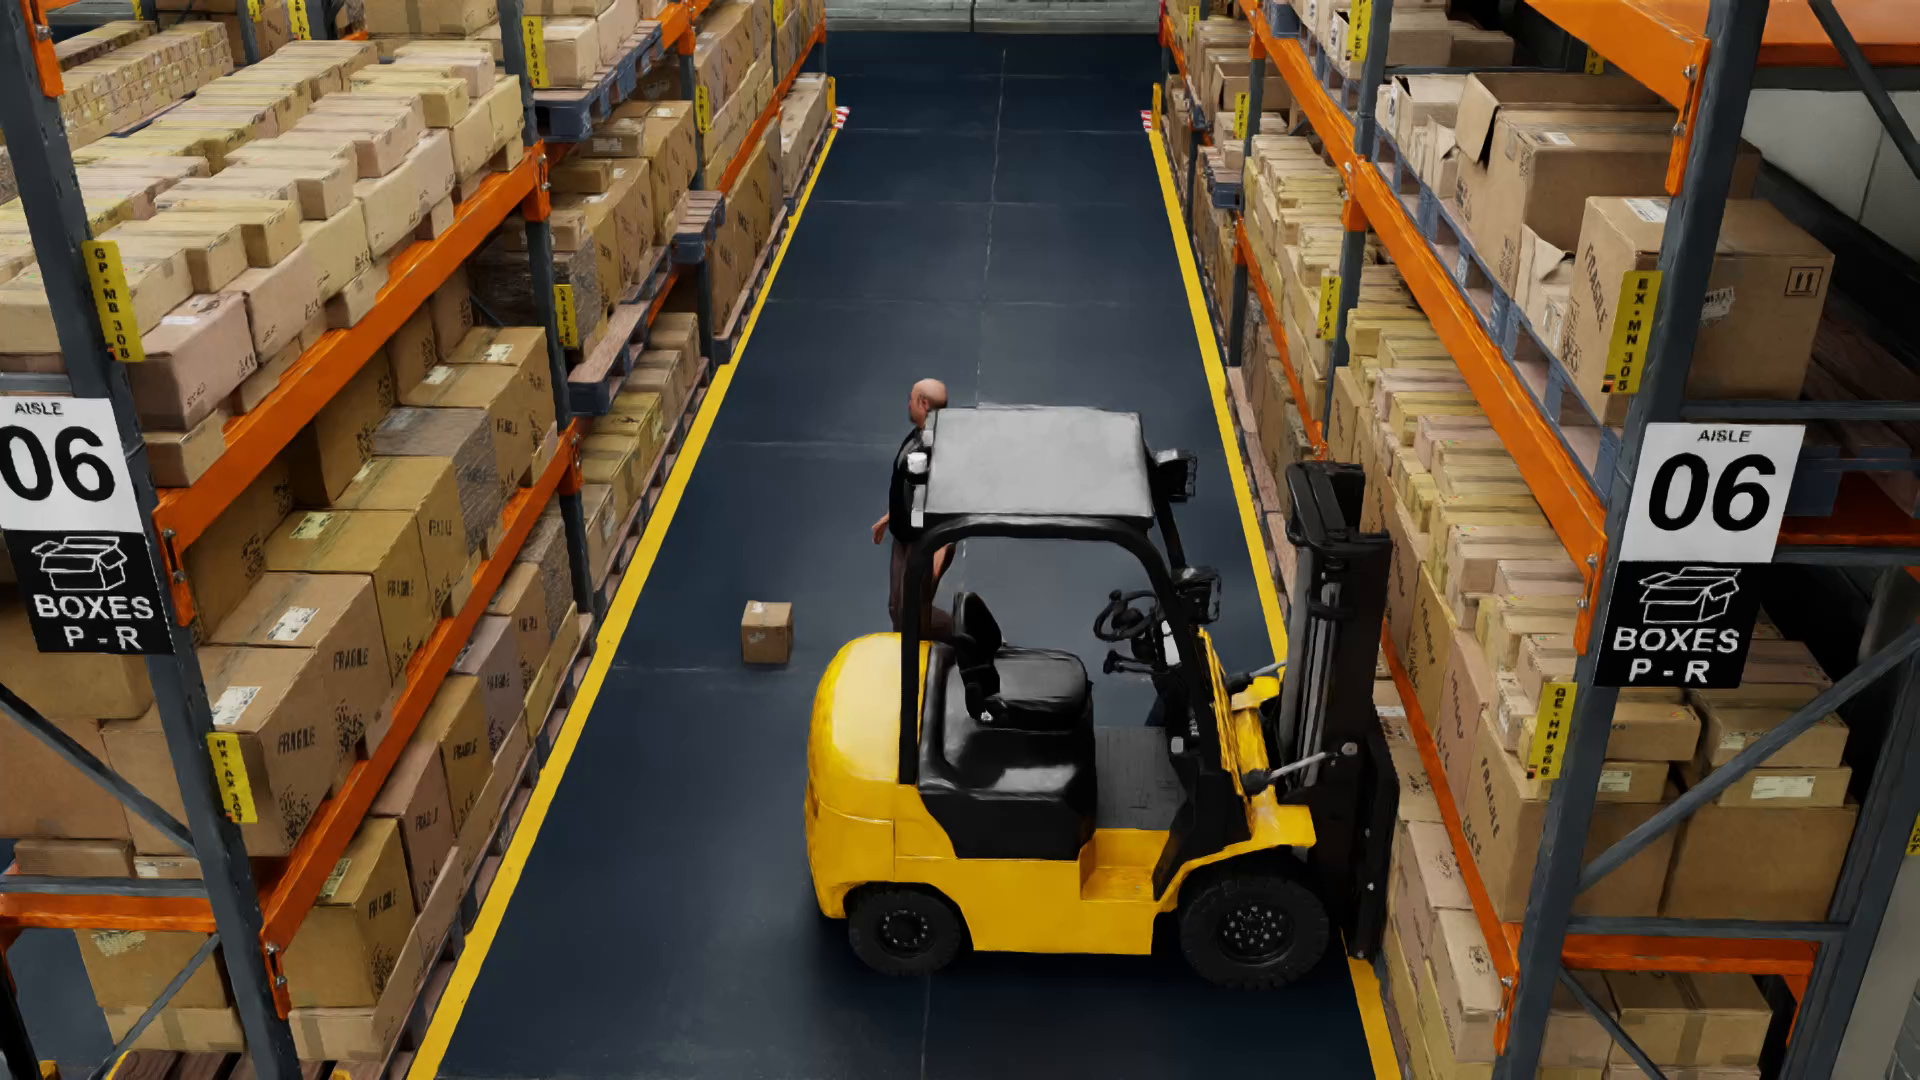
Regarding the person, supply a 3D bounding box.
[{"bbox_3d":[-0.215,0.017,8.667,0.672,1.671,0.745,-10,29,-19],"label":"person"}]
